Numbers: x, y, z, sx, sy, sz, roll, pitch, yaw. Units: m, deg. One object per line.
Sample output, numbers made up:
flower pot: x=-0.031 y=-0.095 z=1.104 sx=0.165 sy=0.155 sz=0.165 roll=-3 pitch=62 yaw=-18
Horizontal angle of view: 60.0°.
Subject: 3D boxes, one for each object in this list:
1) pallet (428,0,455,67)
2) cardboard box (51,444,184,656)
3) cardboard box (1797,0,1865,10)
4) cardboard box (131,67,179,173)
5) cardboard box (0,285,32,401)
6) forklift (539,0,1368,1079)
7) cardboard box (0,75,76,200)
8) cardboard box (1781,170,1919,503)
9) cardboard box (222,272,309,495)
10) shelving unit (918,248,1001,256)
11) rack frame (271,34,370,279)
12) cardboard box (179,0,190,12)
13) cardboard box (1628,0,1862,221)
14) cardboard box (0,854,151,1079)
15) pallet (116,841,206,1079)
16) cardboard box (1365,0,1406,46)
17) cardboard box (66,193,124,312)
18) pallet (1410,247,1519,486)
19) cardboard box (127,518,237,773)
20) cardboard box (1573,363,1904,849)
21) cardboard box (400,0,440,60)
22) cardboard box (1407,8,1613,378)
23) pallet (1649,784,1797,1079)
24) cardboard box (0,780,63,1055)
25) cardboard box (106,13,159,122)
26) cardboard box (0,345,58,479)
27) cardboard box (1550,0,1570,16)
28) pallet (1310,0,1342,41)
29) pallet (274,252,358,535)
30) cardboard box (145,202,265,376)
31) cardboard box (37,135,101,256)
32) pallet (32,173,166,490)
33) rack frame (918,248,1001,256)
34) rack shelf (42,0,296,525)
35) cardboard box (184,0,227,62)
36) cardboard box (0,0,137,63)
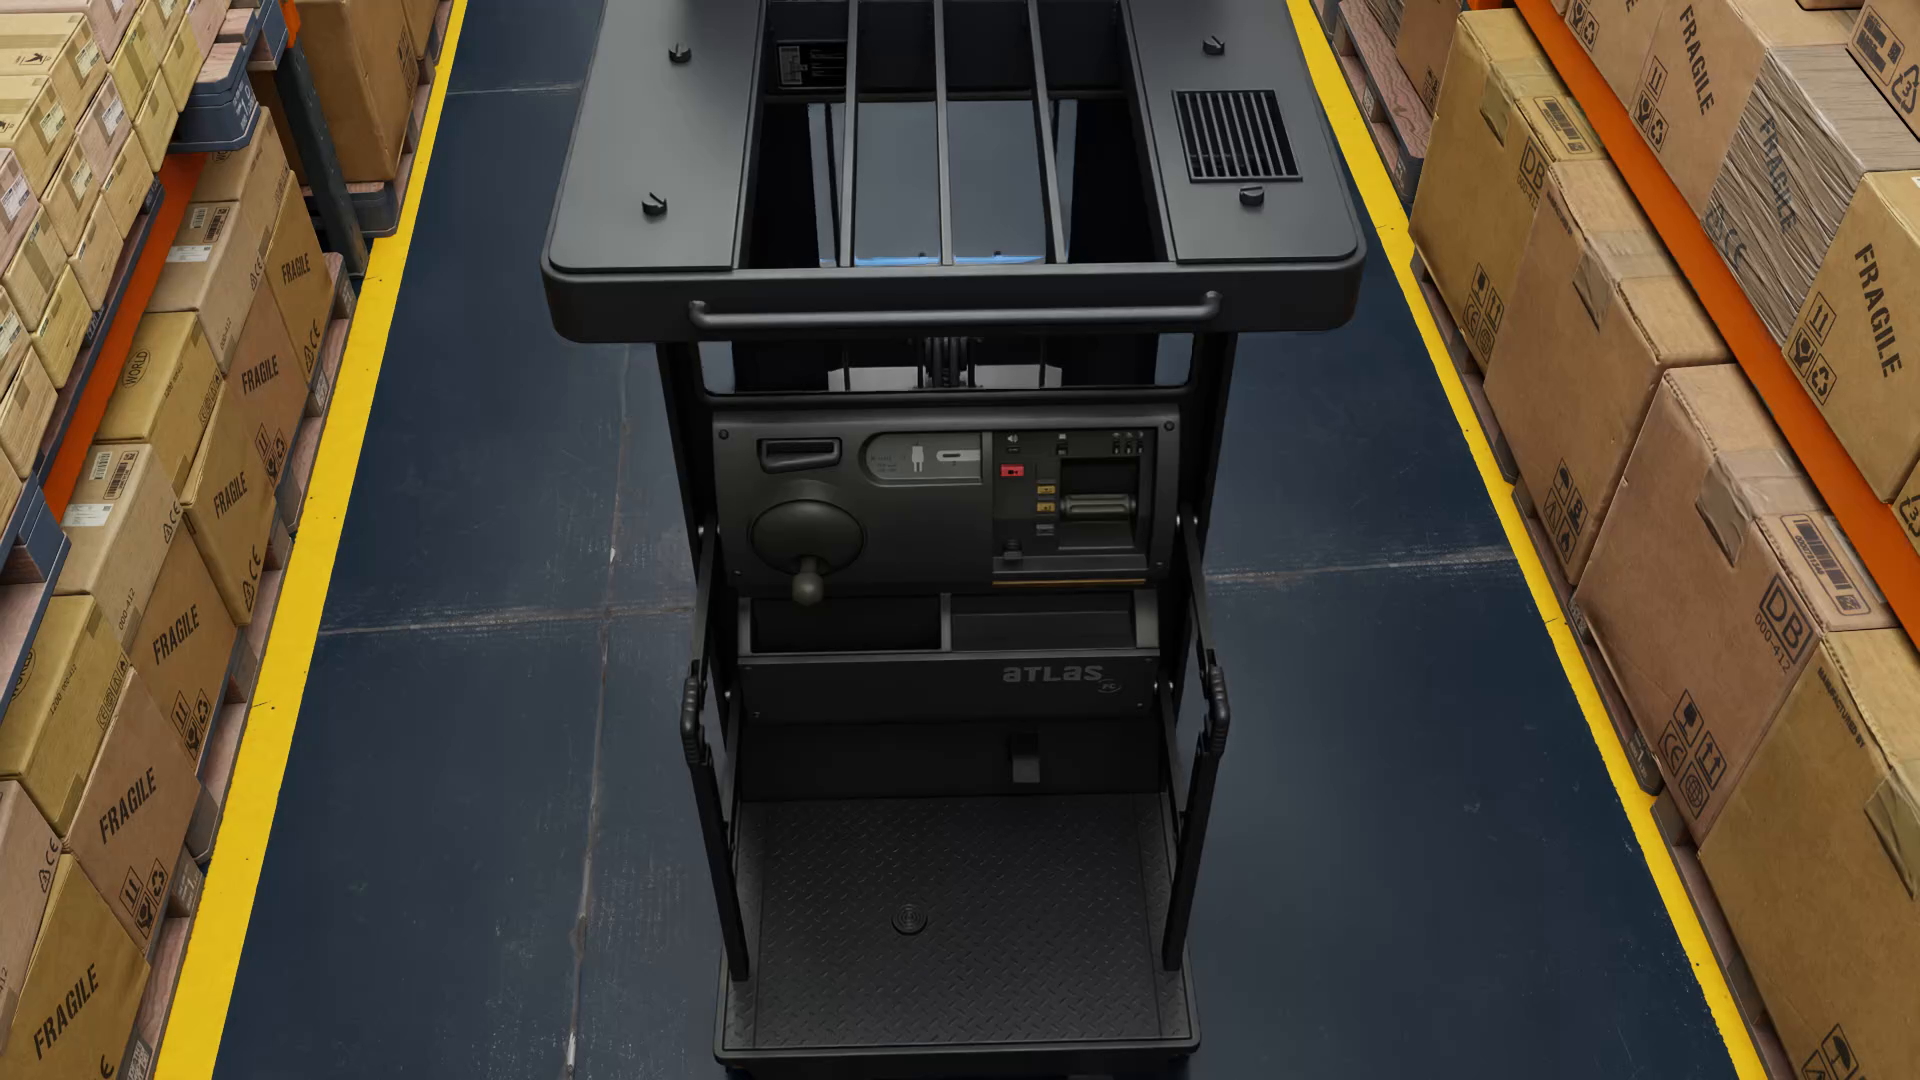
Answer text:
pallet: x=-2.802 y=-2.514 z=7.485 sx=1.003 sy=0.211 sz=1.213 roll=-3 pitch=47 yaw=-3
cardboard box: x=-2.261 y=0.029 z=4.072 sx=0.500 sy=0.250 sz=0.500 roll=-2 pitch=47 yaw=-2
cardboard box: x=2.336 y=-1.623 z=3.961 sx=0.797 sy=0.503 sz=0.637 roll=-3 pitch=47 yaw=-2
cardboard box: x=-2.131 y=-1.005 z=4.020 sx=0.380 sy=0.149 sz=0.250 roll=-5 pitch=47 yaw=-5
cardboard box: x=-2.045 y=-0.353 z=3.198 sx=0.380 sy=0.149 sz=0.250 roll=-2 pitch=47 yaw=-2
forklift: x=-0.017 y=0.027 z=3.206 sx=1.130 sy=2.935 sz=3.031 roll=-1 pitch=47 yaw=-1
cardboard box: x=-2.087 y=-0.829 z=3.443 sx=0.380 sy=0.149 sz=0.250 roll=-2 pitch=47 yaw=-2
cardboard box: x=2.177 y=-0.443 z=3.535 sx=0.500 sy=0.500 sz=0.500 roll=-4 pitch=47 yaw=-4
cardboard box: x=-2.357 y=-0.466 z=5.057 sx=0.500 sy=0.500 sz=0.500 roll=-2 pitch=47 yaw=-2
shelving unit: x=0.001 y=-0.456 z=5.062 sx=0.258 sy=0.900 sz=0.210 roll=-1 pitch=47 yaw=-1
rack frame: x=-2.712 y=-2.017 z=5.094 sx=1.000 sy=3.000 sz=0.127 roll=-3 pitch=47 yaw=-3
cardboard box: x=-2.168 y=-1.464 z=4.250 sx=0.380 sy=0.149 sz=0.250 roll=-2 pitch=47 yaw=-2
cardboard box: x=2.100 y=-1.168 z=4.221 sx=0.500 sy=0.500 sz=0.500 roll=-4 pitch=47 yaw=-4
cardboard box: x=-2.175 y=1.042 z=3.630 sx=0.500 sy=0.500 sz=0.500 roll=-2 pitch=47 yaw=-2
pallet: x=-2.444 y=1.273 z=3.899 sx=1.003 sy=0.211 sz=1.213 roll=-3 pitch=47 yaw=-3
cardboard box: x=2.104 y=-2.421 z=6.896 sx=0.700 sy=0.500 sz=0.500 roll=-7 pitch=47 yaw=-7
cardboard box: x=-2.085 y=-0.621 z=3.656 sx=0.380 sy=0.149 sz=0.250 roll=-5 pitch=47 yaw=-5
pallet: x=2.230 y=-0.711 z=5.778 sx=1.003 sy=0.211 sz=1.213 roll=-3 pitch=47 yaw=-3
cardboard box: x=-2.278 y=0.281 z=4.351 sx=0.500 sy=0.500 sz=0.500 roll=-3 pitch=47 yaw=-3
cardboard box: x=2.425 y=0.127 z=4.238 sx=1.225 sy=0.875 sz=0.875 roll=-5 pitch=47 yaw=-5
cardboard box: x=-2.750 y=-2.466 z=6.780 sx=1.050 sy=0.750 sz=0.750 roll=-3 pitch=47 yaw=-3
cardboard box: x=2.276 y=-1.158 z=5.455 sx=1.225 sy=0.875 sz=0.875 roll=-5 pitch=47 yaw=-5
pallet: x=2.434 y=1.054 z=4.106 sx=1.003 sy=0.211 sz=1.213 roll=-3 pitch=47 yaw=-3
cardboard box: x=-2.176 y=0.784 z=3.358 sx=0.500 sy=0.250 sz=0.500 roll=-5 pitch=47 yaw=-5
cardboard box: x=-2.129 y=-1.103 z=3.907 sx=0.380 sy=0.149 sz=0.250 roll=-4 pitch=47 yaw=-4
cardboard box: x=-2.040 y=-0.241 z=3.296 sx=0.380 sy=0.149 sz=0.250 roll=-5 pitch=47 yaw=-5
cardboard box: x=2.008 y=-1.911 z=4.925 sx=0.500 sy=0.500 sz=0.500 roll=-2 pitch=47 yaw=-2
pallet: x=2.076 y=-2.732 z=7.692 sx=1.003 sy=0.211 sz=1.213 roll=-3 pitch=47 yaw=-3
pallet: x=-2.648 y=-0.492 z=5.571 sx=1.003 sy=0.211 sz=1.213 roll=-3 pitch=47 yaw=-3
cardboard box: x=-2.340 y=-0.716 z=4.778 sx=0.500 sy=0.250 sz=0.500 roll=-3 pitch=47 yaw=-3
cardboard box: x=-2.085 y=-0.727 z=3.552 sx=0.380 sy=0.149 sz=0.250 roll=-4 pitch=47 yaw=-4
pallet: x=-2.506 y=-0.521 z=3.810 sx=1.003 sy=0.211 sz=1.213 roll=-3 pitch=47 yaw=-3
rack frame: x=-0.001 y=-0.530 z=5.132 sx=0.240 sy=0.900 sz=0.006 roll=-1 pitch=47 yaw=-1
rack shelf: x=-2.545 y=-0.322 z=3.985 sx=1.077 sy=0.370 sz=4.000 roll=-3 pitch=47 yaw=-3
cardboard box: x=-2.172 y=-1.380 z=4.375 sx=0.380 sy=0.149 sz=0.250 roll=-3 pitch=47 yaw=-3
cardboard box: x=-2.133 y=-1.214 z=3.807 sx=0.380 sy=0.149 sz=0.250 roll=-3 pitch=47 yaw=-3
